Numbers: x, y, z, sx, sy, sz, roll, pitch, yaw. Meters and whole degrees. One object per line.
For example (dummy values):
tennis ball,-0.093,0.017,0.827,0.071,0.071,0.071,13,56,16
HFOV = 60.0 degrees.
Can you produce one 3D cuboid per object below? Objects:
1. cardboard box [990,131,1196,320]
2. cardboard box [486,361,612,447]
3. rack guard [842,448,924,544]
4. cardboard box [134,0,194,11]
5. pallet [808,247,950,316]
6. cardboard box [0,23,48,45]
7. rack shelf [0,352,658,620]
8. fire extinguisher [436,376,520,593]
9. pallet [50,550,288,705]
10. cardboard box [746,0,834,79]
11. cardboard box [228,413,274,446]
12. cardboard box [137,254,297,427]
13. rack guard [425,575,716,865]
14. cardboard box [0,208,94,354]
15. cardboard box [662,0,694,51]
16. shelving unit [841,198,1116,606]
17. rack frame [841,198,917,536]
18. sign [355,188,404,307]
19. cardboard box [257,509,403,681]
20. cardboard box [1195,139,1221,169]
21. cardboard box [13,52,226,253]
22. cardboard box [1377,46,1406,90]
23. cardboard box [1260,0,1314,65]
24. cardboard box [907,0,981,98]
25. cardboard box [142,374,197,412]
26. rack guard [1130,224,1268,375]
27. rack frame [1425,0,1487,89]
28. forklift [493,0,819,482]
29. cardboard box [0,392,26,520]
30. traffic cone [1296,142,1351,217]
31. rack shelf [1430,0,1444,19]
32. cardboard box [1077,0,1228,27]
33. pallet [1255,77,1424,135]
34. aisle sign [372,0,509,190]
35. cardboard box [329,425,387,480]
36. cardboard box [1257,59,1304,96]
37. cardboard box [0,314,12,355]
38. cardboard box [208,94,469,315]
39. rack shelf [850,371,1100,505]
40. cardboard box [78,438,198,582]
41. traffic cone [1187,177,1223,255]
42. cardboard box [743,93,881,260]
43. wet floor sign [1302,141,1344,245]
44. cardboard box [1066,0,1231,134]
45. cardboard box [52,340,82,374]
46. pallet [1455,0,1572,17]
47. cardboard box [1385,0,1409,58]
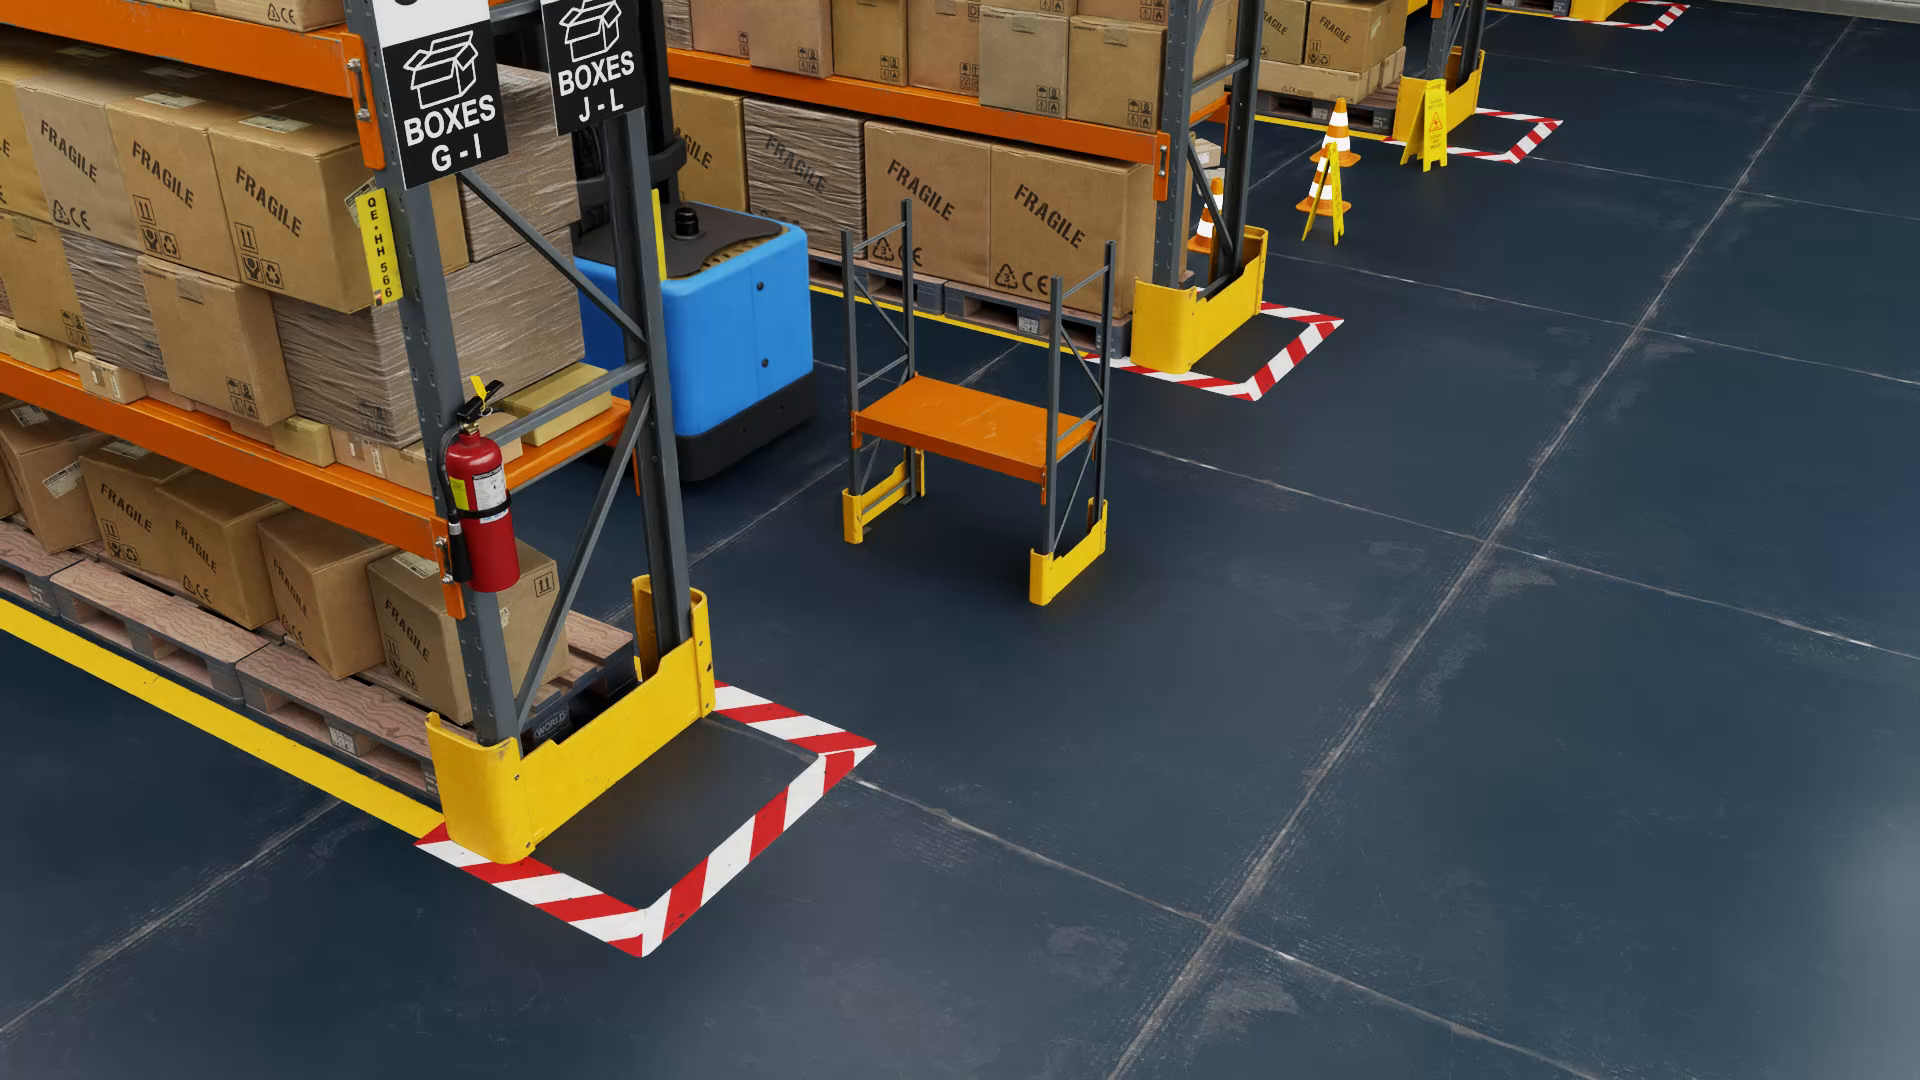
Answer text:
cardboard box,0.774,-1.932,9.776,0.875,0.875,0.875,18,35,28
cardboard box,-1.454,-0.494,5.870,0.250,0.149,0.380,18,35,27
rack guard,-0.357,-0.221,7.881,0.087,0.250,0.587,18,35,27
cardboard box,-2.307,-1.809,5.046,0.500,0.250,0.500,18,35,28
pallet,-0.365,-1.818,10.657,1.213,0.211,1.003,18,35,27
cardboard box,-3.634,-1.603,6.135,0.500,0.500,0.500,18,35,27
rack shelf,-3.033,-0.650,6.601,4.000,0.370,1.077,18,35,27
fire extinguisher,-1.487,-0.164,5.131,0.183,0.674,0.296,18,35,27
pallet,-3.102,0.199,7.199,1.213,0.211,1.003,18,35,27
cardboard box,-0.813,-3.225,10.152,0.550,0.550,0.875,18,35,27
cardboard box,-2.344,-0.490,5.863,0.250,0.149,0.380,18,35,27
cardboard box,-2.278,-0.838,5.816,0.500,0.500,0.875,18,35,27
rack guard,-1.404,0.635,6.166,0.348,0.500,1.175,18,35,27
cardboard box,-3.096,-1.130,6.315,0.500,0.500,0.875,18,35,27
cardboard box,-1.686,-3.557,10.722,0.550,0.550,0.875,18,35,27
shelving unit,0.065,-0.627,7.337,1.083,1.500,0.587,18,35,27
rack frame,-0.358,-0.761,7.566,0.032,1.500,0.500,18,35,27
sign,-1.651,-0.830,4.733,0.005,0.325,0.100,18,35,27
cardboard box,-2.384,0.154,6.574,0.500,0.500,0.500,-25,38,-36
cardboard box,1.746,-2.912,12.594,0.380,0.149,0.250,-15,33,-24
cardboard box,-2.785,-1.337,5.678,0.500,0.500,0.500,18,35,27
cardboard box,3.393,-3.982,13.911,0.500,0.250,0.500,17,34,27
cardboard box,2.668,-4.214,13.564,0.500,0.500,0.500,19,35,29
cardboard box,0.160,-3.001,9.769,0.550,0.550,0.875,18,35,27
cardboard box,-2.758,-0.632,6.107,0.250,0.149,0.380,18,35,27
rack guard,1.404,-1.429,9.703,0.348,0.500,1.175,18,35,27
rack frame,3.929,-4.654,12.751,0.127,3.000,1.000,18,35,27
forklift,-2.262,-2.105,8.450,3.031,2.935,1.130,18,35,28
cardboard box,-4.410,-0.474,7.649,0.500,0.500,0.500,16,34,26
traffic cone,2.577,-2.558,11.676,0.334,0.463,0.336,18,35,27
rack shelf,2.235,-4.879,13.851,4.000,0.370,1.077,18,35,27
cardboard box,1.090,-3.162,8.973,0.550,0.550,0.875,18,35,27
pallet,3.196,-3.703,13.888,1.213,0.211,1.003,18,35,27
aisle sign,-1.446,-1.403,4.598,0.004,0.787,0.394,18,35,27
cardboard box,-1.902,-0.372,5.660,0.250,0.149,0.380,18,35,27
cardboard box,2.667,-3.892,13.757,0.500,0.250,0.500,18,35,28
cardboard box,-3.633,-0.878,6.527,0.250,0.149,0.380,18,35,27
cardboard box,-1.936,-1.070,5.221,0.500,0.500,0.500,18,35,27
rack shelf,0.072,-0.470,7.424,1.000,0.185,0.538,18,35,27
cardboard box,-3.353,-0.191,7.164,0.500,0.500,0.500,14,33,23
traffic cone,1.688,-2.167,11.006,0.334,0.463,0.336,18,35,27
cardboard box,-0.744,-2.412,10.599,0.875,0.875,0.875,18,35,28
wet floor sign,2.460,-2.335,11.112,0.232,0.644,0.267,12,32,19
cardboard box,1.045,-2.660,9.183,0.550,0.550,0.875,18,35,27
cardboard box,-3.191,-0.758,6.322,0.250,0.149,0.380,18,35,27
pallet,5.895,-5.756,17.408,1.213,0.211,1.003,18,35,27
cardboard box,3.373,-4.312,13.733,0.500,0.500,0.500,16,34,26
